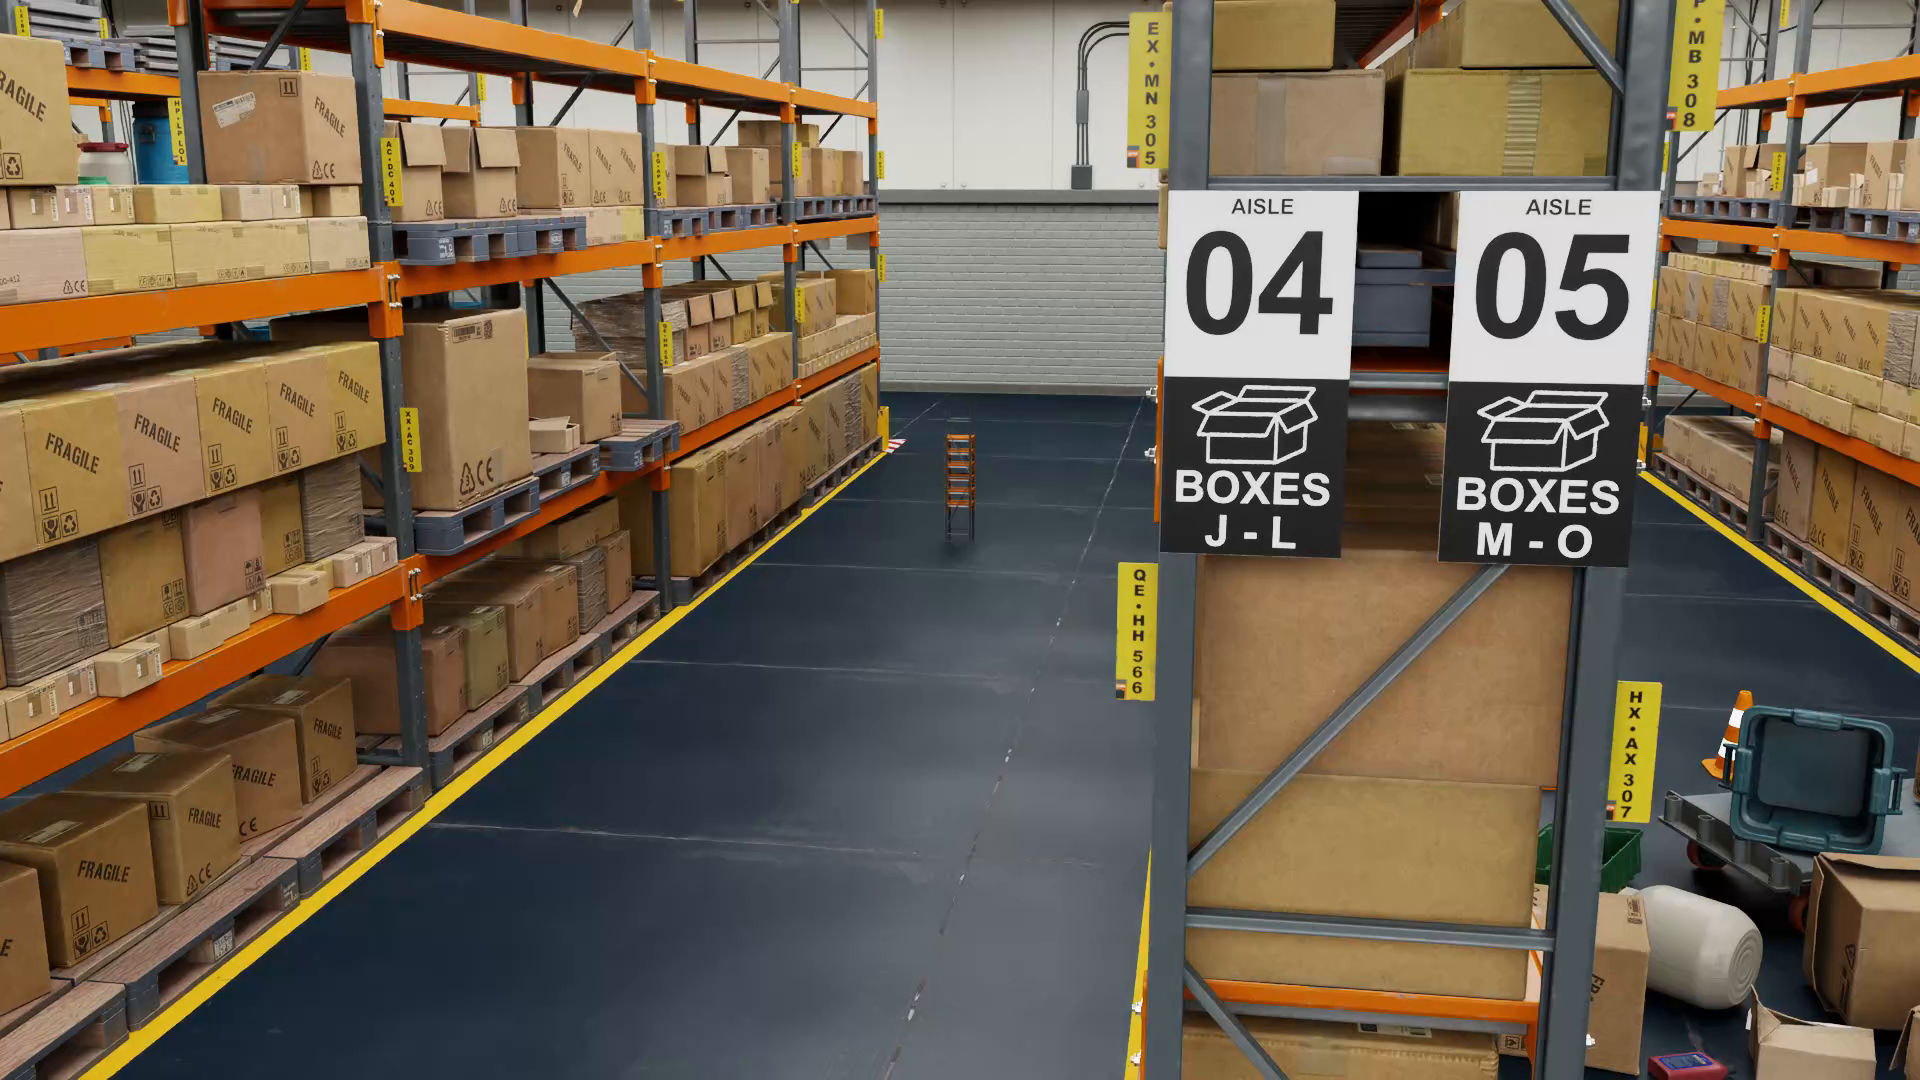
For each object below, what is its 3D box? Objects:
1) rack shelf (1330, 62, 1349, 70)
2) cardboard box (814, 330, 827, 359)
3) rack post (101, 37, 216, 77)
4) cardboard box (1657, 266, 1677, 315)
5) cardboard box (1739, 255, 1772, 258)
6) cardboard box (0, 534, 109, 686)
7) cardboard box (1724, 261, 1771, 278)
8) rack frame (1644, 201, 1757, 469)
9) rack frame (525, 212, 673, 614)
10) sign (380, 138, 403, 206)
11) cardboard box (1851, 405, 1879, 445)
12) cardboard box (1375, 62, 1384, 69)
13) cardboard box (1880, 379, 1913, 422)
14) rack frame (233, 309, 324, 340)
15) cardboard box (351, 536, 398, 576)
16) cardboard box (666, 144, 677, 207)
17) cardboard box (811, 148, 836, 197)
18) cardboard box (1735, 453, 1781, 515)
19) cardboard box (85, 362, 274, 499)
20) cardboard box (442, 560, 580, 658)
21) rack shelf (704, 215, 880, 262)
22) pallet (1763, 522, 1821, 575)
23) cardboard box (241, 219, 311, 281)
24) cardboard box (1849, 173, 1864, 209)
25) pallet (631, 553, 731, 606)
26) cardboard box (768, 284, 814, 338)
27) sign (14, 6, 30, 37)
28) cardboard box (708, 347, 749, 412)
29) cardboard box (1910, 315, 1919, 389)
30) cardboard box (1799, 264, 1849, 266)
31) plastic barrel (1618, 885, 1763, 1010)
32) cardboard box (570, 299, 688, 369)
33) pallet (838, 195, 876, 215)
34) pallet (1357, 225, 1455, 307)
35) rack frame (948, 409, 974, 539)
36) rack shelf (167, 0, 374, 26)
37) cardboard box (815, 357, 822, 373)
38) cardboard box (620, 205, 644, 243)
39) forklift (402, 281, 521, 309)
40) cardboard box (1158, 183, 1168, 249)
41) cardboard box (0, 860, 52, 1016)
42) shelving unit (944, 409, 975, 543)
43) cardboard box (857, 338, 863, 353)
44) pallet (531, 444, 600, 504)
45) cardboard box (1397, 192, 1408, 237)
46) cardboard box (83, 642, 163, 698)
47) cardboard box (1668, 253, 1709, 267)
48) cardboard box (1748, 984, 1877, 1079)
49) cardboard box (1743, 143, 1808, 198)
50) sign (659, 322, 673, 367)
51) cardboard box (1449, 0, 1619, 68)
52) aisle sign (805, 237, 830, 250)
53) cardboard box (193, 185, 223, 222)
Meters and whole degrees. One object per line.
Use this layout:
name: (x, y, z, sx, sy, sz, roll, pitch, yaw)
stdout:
rack shelf: (2.484, -3.552, 13.030, 1.077, 0.370, 4.000, 2, 12, 9)
cardboard box: (-1.681, -2.030, 17.198, 0.500, 0.250, 0.500, 2, 12, 8)
rack post: (-7.173, -4.188, 14.510, 0.937, 0.300, 0.954, 3, 13, 15)
cardboard box: (7.958, -2.723, 18.156, 0.500, 0.500, 0.500, 2, 12, 7)
cardboard box: (8.484, -2.940, 17.621, 0.380, 0.149, 0.250, 2, 12, 8)
cardboard box: (-3.750, 0.215, 6.191, 0.875, 0.500, 0.500, 2, 12, 9)
cardboard box: (7.690, -2.637, 16.216, 0.380, 0.149, 0.250, 2, 12, 7)
rack frame: (8.313, -2.276, 18.693, 1.000, 3.000, 0.127, 2, 12, 9)
rack frame: (-2.709, -0.932, 12.456, 1.000, 3.000, 0.127, 2, 12, 9)
sign: (-2.787, -1.803, 8.147, 0.100, 0.325, 0.005, 2, 12, 9)
cardboard box: (7.061, -0.863, 12.489, 0.500, 0.250, 0.500, 2, 12, 8)
cardboard box: (1.625, -1.556, 5.700, 0.380, 0.149, 0.250, 2, 12, 8)
cardboard box: (6.982, -0.998, 11.931, 0.500, 0.250, 0.500, 2, 12, 7)
rack frame: (-6.988, -1.925, 17.064, 1.000, 3.000, 0.127, 2, 12, 9)
cardboard box: (-3.067, 0.078, 8.366, 0.380, 0.149, 0.250, 2, 12, 9)
cardboard box: (-2.641, -2.965, 13.532, 0.500, 0.500, 0.500, 3, 12, 12)
cardboard box: (-1.725, -3.915, 17.705, 0.700, 0.500, 0.500, 2, 12, 11)
cardboard box: (7.901, -0.524, 15.645, 0.875, 0.438, 0.875, 2, 12, 8)
cardboard box: (-3.275, -0.472, 7.003, 0.500, 0.500, 0.500, 2, 12, 9)
cardboard box: (-2.945, 0.449, 10.936, 0.700, 0.500, 0.500, 3, 13, 13)
rack shelf: (-1.786, -3.296, 18.011, 1.077, 0.370, 4.000, 2, 12, 9)
pallet: (7.654, 0.082, 14.367, 1.003, 0.211, 1.213, 2, 12, 9)
cardboard box: (-3.227, -1.281, 7.309, 0.500, 0.250, 0.500, 2, 12, 10)
cardboard box: (7.071, -2.681, 12.771, 0.396, 0.266, 0.258, 3, 13, 13)
pallet: (-2.513, 0.269, 13.500, 1.003, 0.211, 1.213, 2, 12, 9)
cardboard box: (-1.768, -2.295, 16.649, 0.500, 0.500, 0.500, 2, 12, 9)
sign: (-7.058, -3.851, 12.526, 0.100, 0.325, 0.005, 2, 12, 9)
cardboard box: (-2.134, -1.392, 14.350, 0.500, 0.500, 0.500, 2, 12, 9)
cardboard box: (6.904, -1.265, 11.389, 0.500, 0.500, 0.500, 2, 12, 7)
cardboard box: (8.123, -2.514, 15.645, 0.380, 0.149, 0.250, 2, 12, 8)
plastic barrel: (2.902, 1.627, 6.694, 0.421, 0.421, 0.512, -10, 16, -40)
cardboard box: (-2.581, -1.623, 13.043, 0.797, 0.503, 0.637, 2, 12, 11)
pallet: (-1.582, -3.866, 19.158, 1.003, 0.211, 1.213, 2, 12, 9)
pallet: (1.235, -0.918, 5.478, 1.003, 0.211, 1.213, 2, 12, 9)
rack frame: (0.012, -0.603, 15.198, 0.240, 1.200, 0.006, 2, 12, 9)
rack shelf: (-3.632, -2.263, 6.104, 1.077, 0.370, 4.000, 2, 12, 9)
cardboard box: (-1.640, -1.802, 17.090, 0.380, 0.149, 0.250, 2, 12, 11)
cardboard box: (-2.540, -2.218, 11.659, 0.500, 0.250, 0.500, 2, 12, 9)
forklift: (-4.731, -1.538, 15.431, 1.130, 2.935, 3.031, 2, 12, 10)
cardboard box: (0.662, -0.763, 3.913, 0.380, 0.149, 0.250, 2, 12, 9)
cardboard box: (-3.769, 1.495, 6.131, 0.500, 0.500, 0.500, 5, 13, 23)
shelving unit: (-0.002, -0.584, 15.110, 0.258, 1.200, 0.189, 2, 12, 9)
cardboard box: (-1.326, -2.231, 19.080, 0.380, 0.149, 0.250, 2, 12, 10)
pallet: (-2.973, -0.425, 10.558, 1.003, 0.211, 1.213, 2, 12, 9)
cardboard box: (1.470, -0.954, 4.799, 0.380, 0.149, 0.250, 2, 12, 9)
cardboard box: (-3.334, 0.495, 6.428, 0.380, 0.149, 0.250, 2, 12, 9)
cardboard box: (7.985, -3.066, 18.208, 0.380, 0.149, 0.250, 2, 12, 10)
cardboard box: (3.117, 1.836, 6.099, 0.396, 0.266, 0.258, 4, 13, 18)
cardboard box: (7.874, -3.497, 15.755, 0.797, 0.503, 0.637, 3, 12, 13)
sign: (-2.171, -1.444, 12.270, 0.100, 0.325, 0.005, 2, 12, 9)
cardboard box: (1.312, -1.132, 3.731, 0.380, 0.149, 0.250, 2, 12, 9)
aisle sign: (-1.764, -3.893, 20.024, 0.394, 0.787, 0.004, 2, 12, 9)
cardboard box: (-3.303, -1.393, 6.884, 0.380, 0.149, 0.250, 2, 12, 11)
